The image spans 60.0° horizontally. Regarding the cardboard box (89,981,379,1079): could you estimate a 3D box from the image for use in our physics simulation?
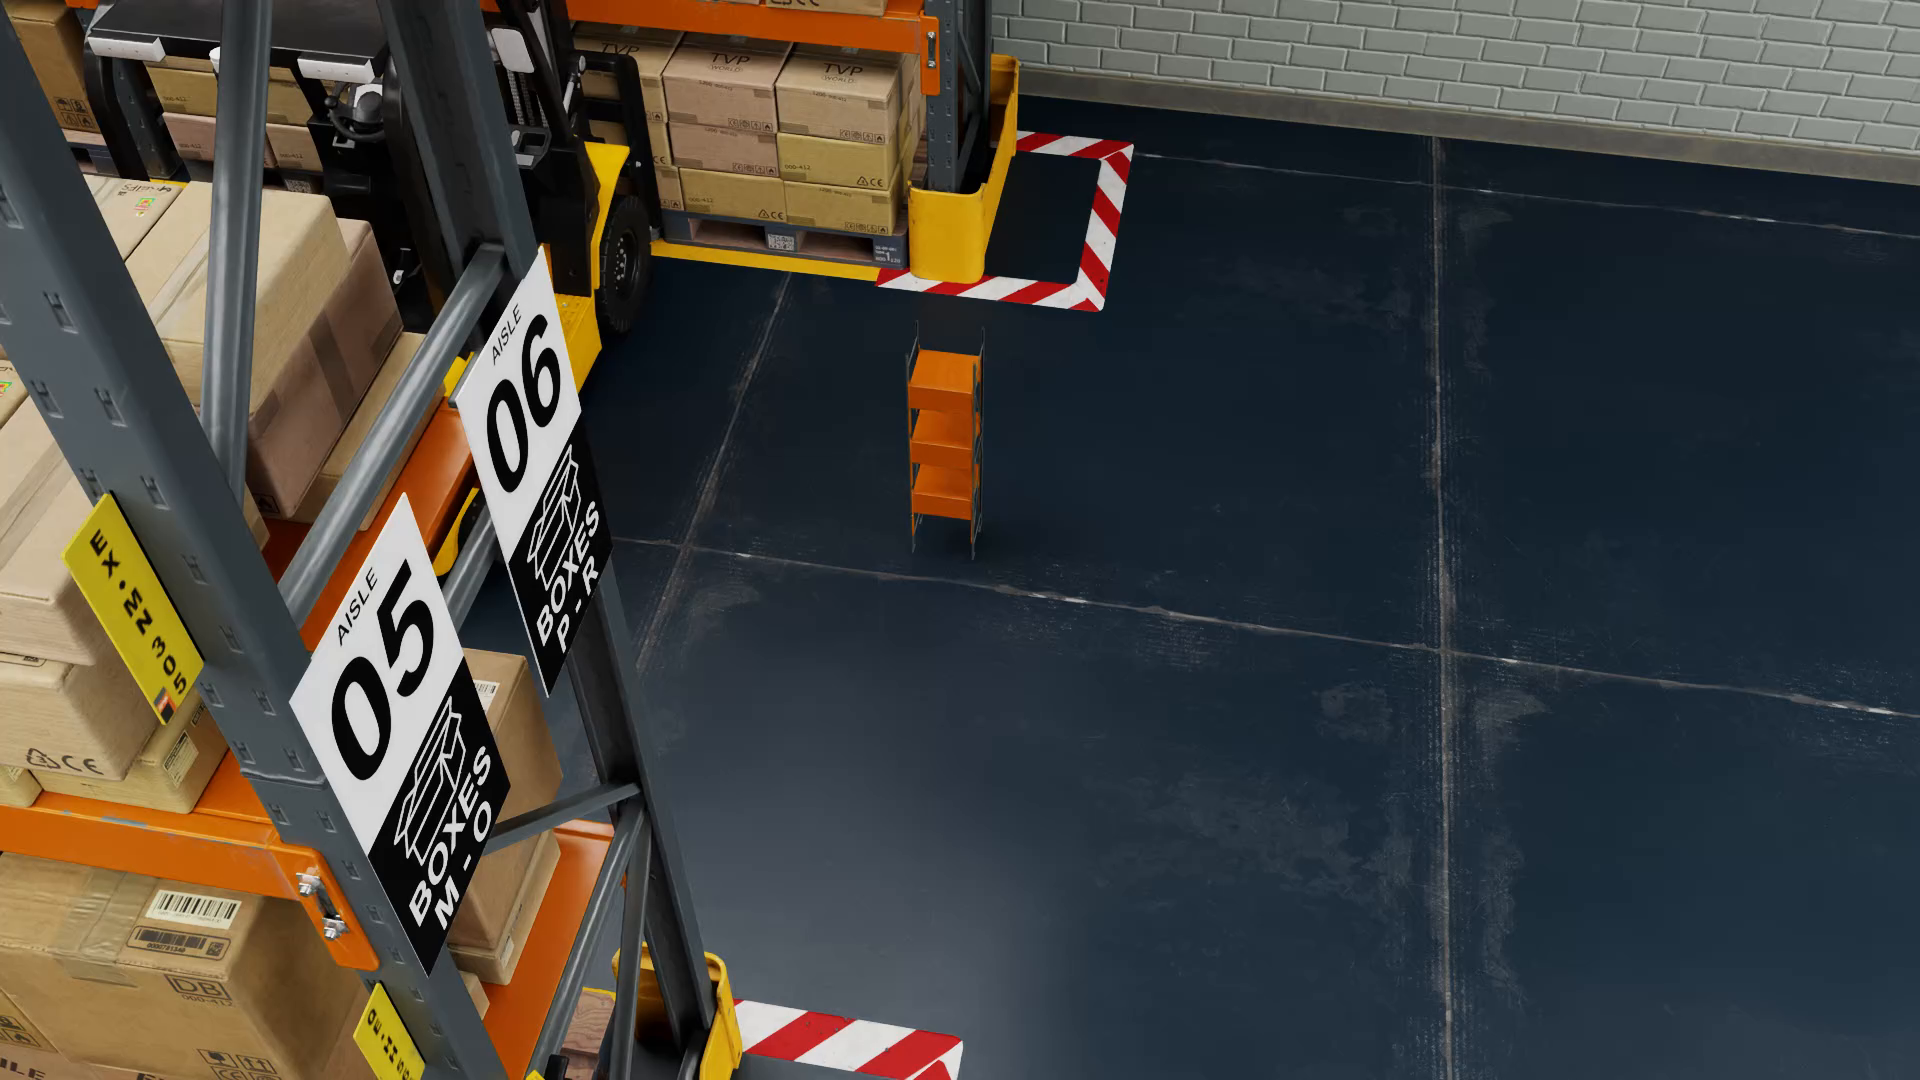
[{"bbox_3d":[-1.460,0.982,3.556,0.500,0.500,0.500,7,48,6],"label":"cardboard box"}]

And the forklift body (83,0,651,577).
[{"bbox_3d":[-2.189,-1.281,6.427,1.214,2.155,2.313,8,49,7],"label":"forklift body"}]

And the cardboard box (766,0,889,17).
[{"bbox_3d":[-0.529,-2.555,6.934,0.500,0.500,0.500,7,48,6],"label":"cardboard box"}]

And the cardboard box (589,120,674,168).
[{"bbox_3d":[-1.536,-2.000,7.733,0.500,0.250,0.500,7,48,6],"label":"cardboard box"}]

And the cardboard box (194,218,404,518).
[{"bbox_3d":[-1.325,-0.329,2.885,0.500,0.250,0.500,7,48,6],"label":"cardboard box"}]

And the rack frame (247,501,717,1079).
[{"bbox_3d":[-0.877,0.985,3.821,0.127,3.000,1.000,8,49,7],"label":"rack frame"}]

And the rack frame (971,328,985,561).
[{"bbox_3d":[0.067,-0.342,6.323,0.008,1.050,0.200,8,49,7],"label":"rack frame"}]

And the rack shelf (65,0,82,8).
[{"bbox_3d":[-5.902,-3.202,8.066,4.000,0.370,1.077,8,49,7],"label":"rack shelf"}]

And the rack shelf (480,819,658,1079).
[{"bbox_3d":[-2.845,0.961,4.326,4.000,0.370,1.077,8,49,7],"label":"rack shelf"}]

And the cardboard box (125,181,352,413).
[{"bbox_3d":[-1.191,-0.397,2.678,0.250,0.149,0.380,7,48,7],"label":"cardboard box"}]

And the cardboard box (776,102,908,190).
[{"bbox_3d":[-0.533,-1.873,7.619,0.500,0.250,0.500,7,48,6],"label":"cardboard box"}]

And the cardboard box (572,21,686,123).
[{"bbox_3d":[-1.508,-2.160,7.540,0.500,0.250,0.500,8,49,7],"label":"cardboard box"}]

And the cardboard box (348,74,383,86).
[{"bbox_3d":[-2.521,-2.308,7.673,0.500,0.250,0.500,9,49,8],"label":"cardboard box"}]

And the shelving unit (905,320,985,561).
[{"bbox_3d":[-0.053,-0.358,6.338,0.252,1.050,0.215,8,49,7],"label":"shelving unit"}]

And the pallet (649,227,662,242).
[{"bbox_3d":[-1.955,-1.951,8.333,1.213,0.211,1.003,8,49,7],"label":"pallet"}]

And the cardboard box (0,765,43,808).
[{"bbox_3d":[-1.529,0.215,2.665,0.250,0.149,0.380,8,49,7],"label":"cardboard box"}]

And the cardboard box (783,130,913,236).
[{"bbox_3d":[-0.517,-1.701,7.800,0.500,0.250,0.500,8,49,7],"label":"cardboard box"}]

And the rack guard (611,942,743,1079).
[{"bbox_3d":[-0.952,1.810,4.759,0.348,0.500,1.175,8,49,7],"label":"rack guard"}]

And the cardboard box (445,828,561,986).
[{"bbox_3d":[-1.175,0.872,4.091,0.250,0.149,0.380,8,49,7],"label":"cardboard box"}]

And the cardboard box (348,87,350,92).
[{"bbox_3d":[-2.525,-2.137,7.855,0.500,0.250,0.500,7,48,7],"label":"cardboard box"}]

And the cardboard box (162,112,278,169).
[{"bbox_3d":[-3.517,-2.093,8.152,0.500,0.250,0.500,8,49,7],"label":"cardboard box"}]

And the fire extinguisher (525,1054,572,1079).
[{"bbox_3d":[-0.846,1.363,3.533,0.183,0.674,0.296,8,49,7],"label":"fire extinguisher"}]

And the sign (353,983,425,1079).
[{"bbox_3d":[-0.996,0.896,2.910,0.005,0.325,0.100,8,49,7],"label":"sign"}]

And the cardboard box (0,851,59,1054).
[{"bbox_3d":[-1.915,0.537,3.283,0.500,0.500,0.700,8,49,7],"label":"cardboard box"}]

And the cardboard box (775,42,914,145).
[{"bbox_3d":[-0.507,-2.037,7.430,0.500,0.250,0.500,9,49,8],"label":"cardboard box"}]

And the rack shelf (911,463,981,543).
[{"bbox_3d":[-0.053,-0.165,6.552,0.240,0.259,0.215,8,49,7],"label":"rack shelf"}]

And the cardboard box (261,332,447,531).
[{"bbox_3d":[-1.146,-0.215,3.051,0.250,0.149,0.380,8,49,7],"label":"cardboard box"}]

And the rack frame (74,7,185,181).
[{"bbox_3d":[-3.934,-3.178,7.561,0.127,3.000,1.000,8,49,7],"label":"rack frame"}]

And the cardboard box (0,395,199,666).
[{"bbox_3d":[-1.262,-0.029,2.348,0.250,0.149,0.380,8,49,7],"label":"cardboard box"}]

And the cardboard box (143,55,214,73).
[{"bbox_3d":[-3.514,-2.440,7.792,0.500,0.250,0.500,7,48,6],"label":"cardboard box"}]

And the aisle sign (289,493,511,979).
[{"bbox_3d":[-0.868,0.336,2.655,0.004,0.787,0.394,8,49,7],"label":"aisle sign"}]

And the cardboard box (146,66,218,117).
[{"bbox_3d":[-3.513,-2.277,7.981,0.500,0.250,0.500,7,48,7],"label":"cardboard box"}]

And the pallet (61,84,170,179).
[{"bbox_3d":[-4.666,-2.315,8.660,1.213,0.211,1.003,8,49,7],"label":"pallet"}]

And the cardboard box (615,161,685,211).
[{"bbox_3d":[-1.495,-1.847,7.931,0.500,0.250,0.500,8,49,7],"label":"cardboard box"}]
